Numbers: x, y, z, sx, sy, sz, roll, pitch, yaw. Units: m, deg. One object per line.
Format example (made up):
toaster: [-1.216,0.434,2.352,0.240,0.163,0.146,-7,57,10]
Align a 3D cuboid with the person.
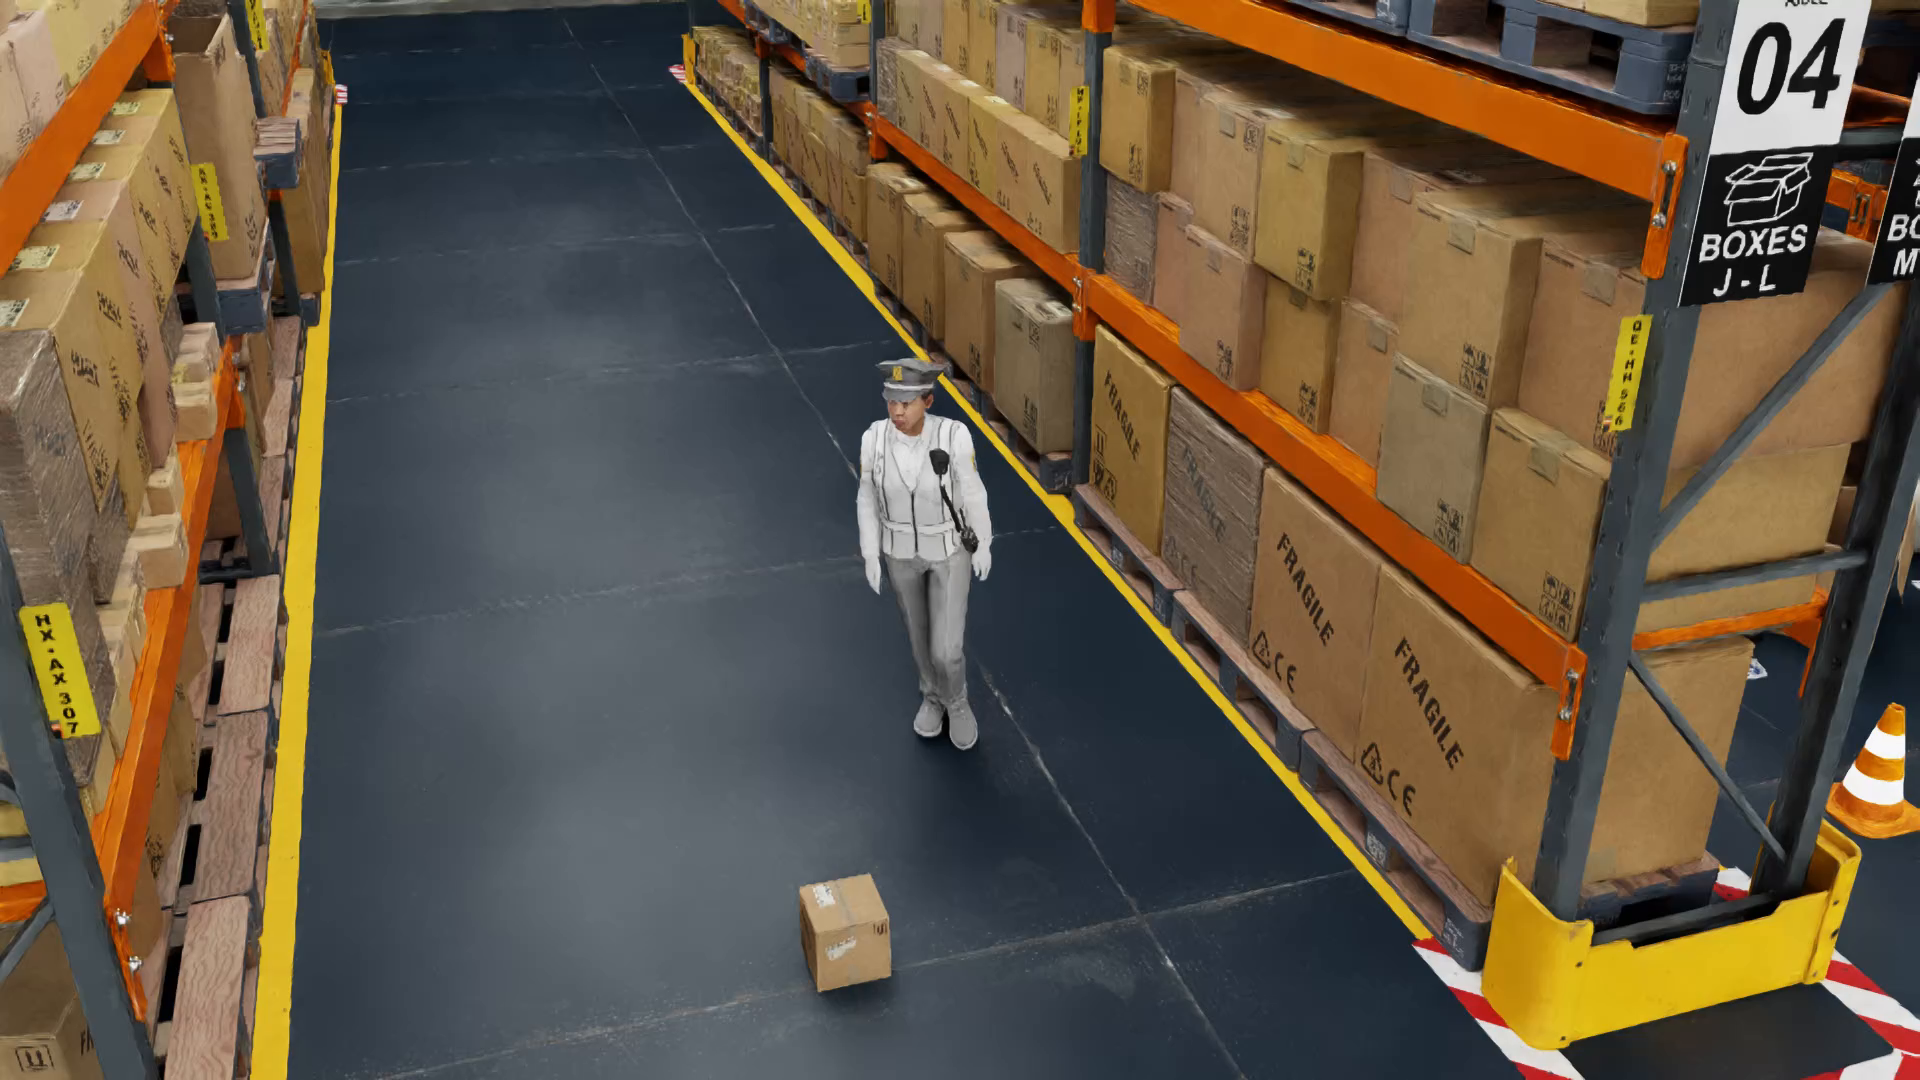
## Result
person: [-0.145,0.048,6.461,0.514,1.667,0.486,7,27,13]
